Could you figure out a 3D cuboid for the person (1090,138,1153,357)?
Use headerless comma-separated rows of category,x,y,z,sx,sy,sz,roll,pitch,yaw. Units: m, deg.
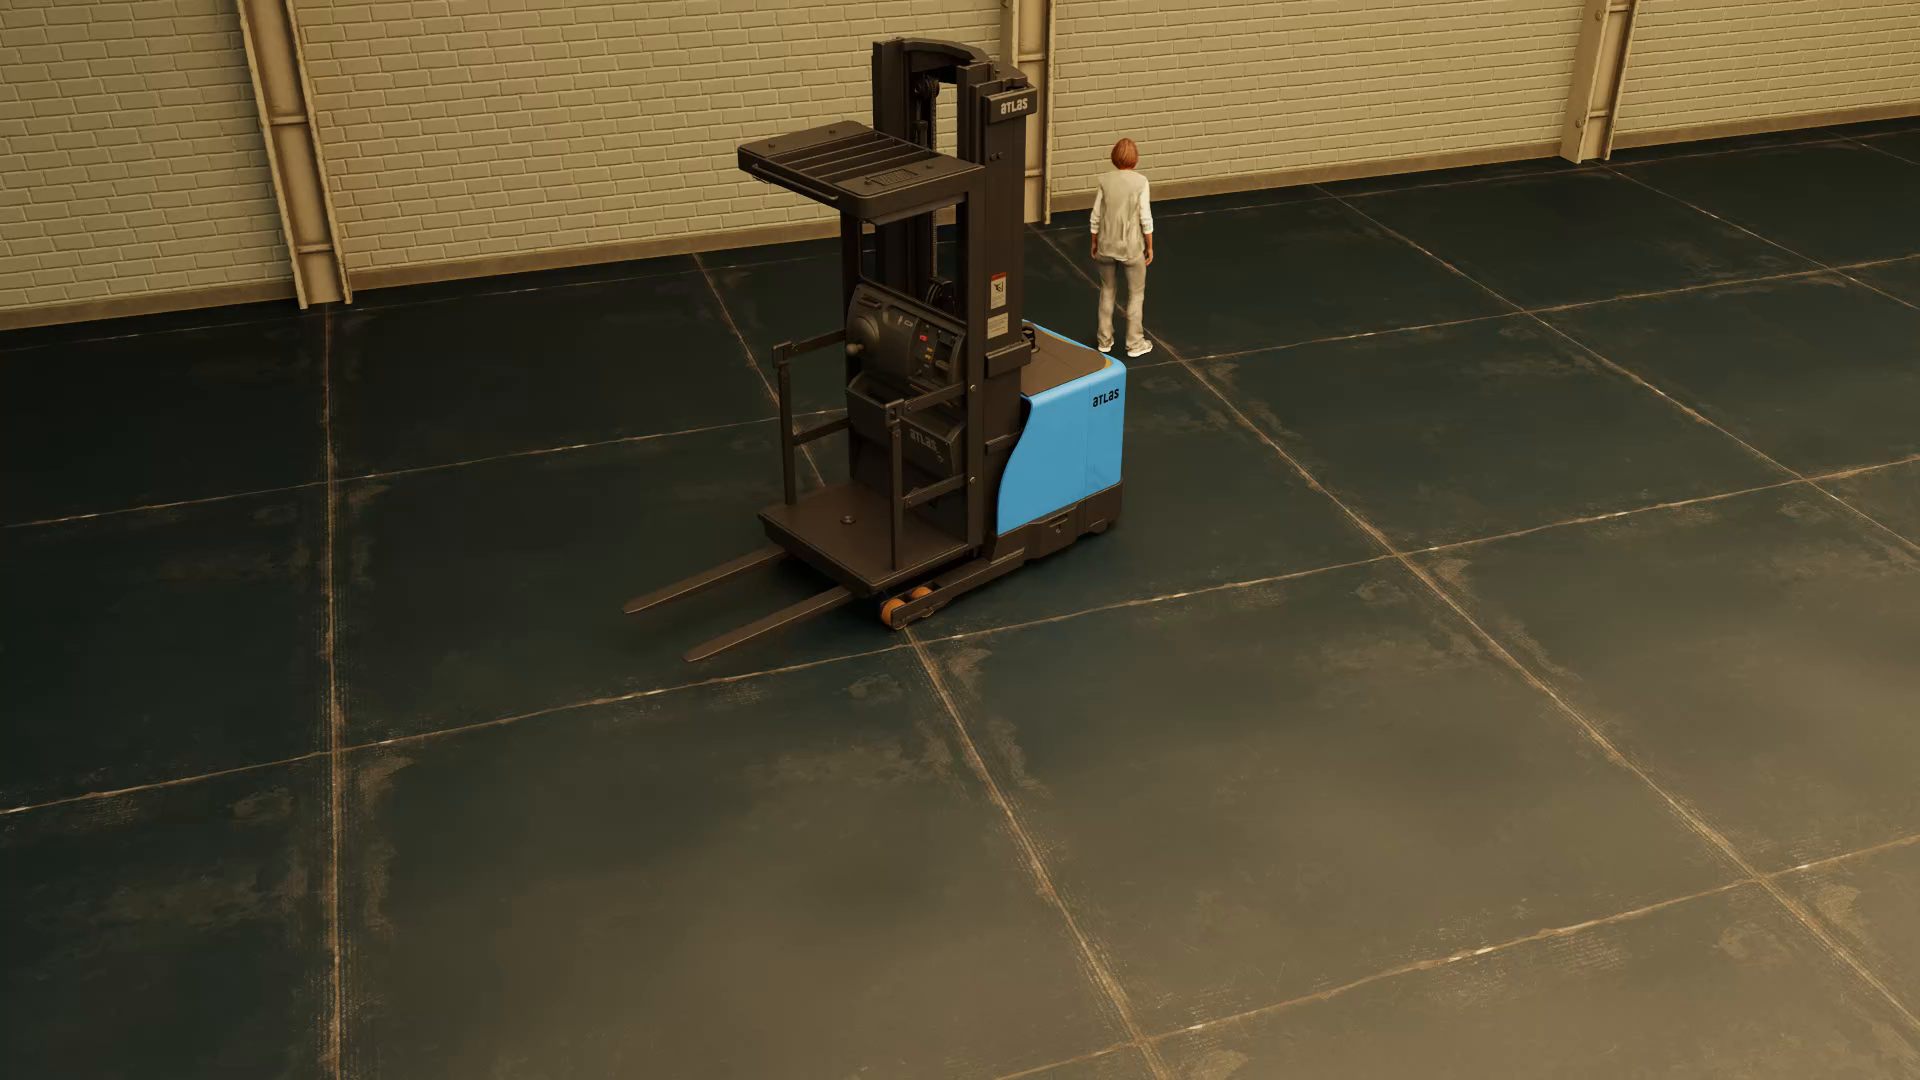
person,1.179,-2.115,12.105,0.485,1.593,0.344,11,32,18

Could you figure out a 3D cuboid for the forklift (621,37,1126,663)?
forklift,-0.461,-1.072,8.951,3.031,2.935,1.130,-23,37,-34
